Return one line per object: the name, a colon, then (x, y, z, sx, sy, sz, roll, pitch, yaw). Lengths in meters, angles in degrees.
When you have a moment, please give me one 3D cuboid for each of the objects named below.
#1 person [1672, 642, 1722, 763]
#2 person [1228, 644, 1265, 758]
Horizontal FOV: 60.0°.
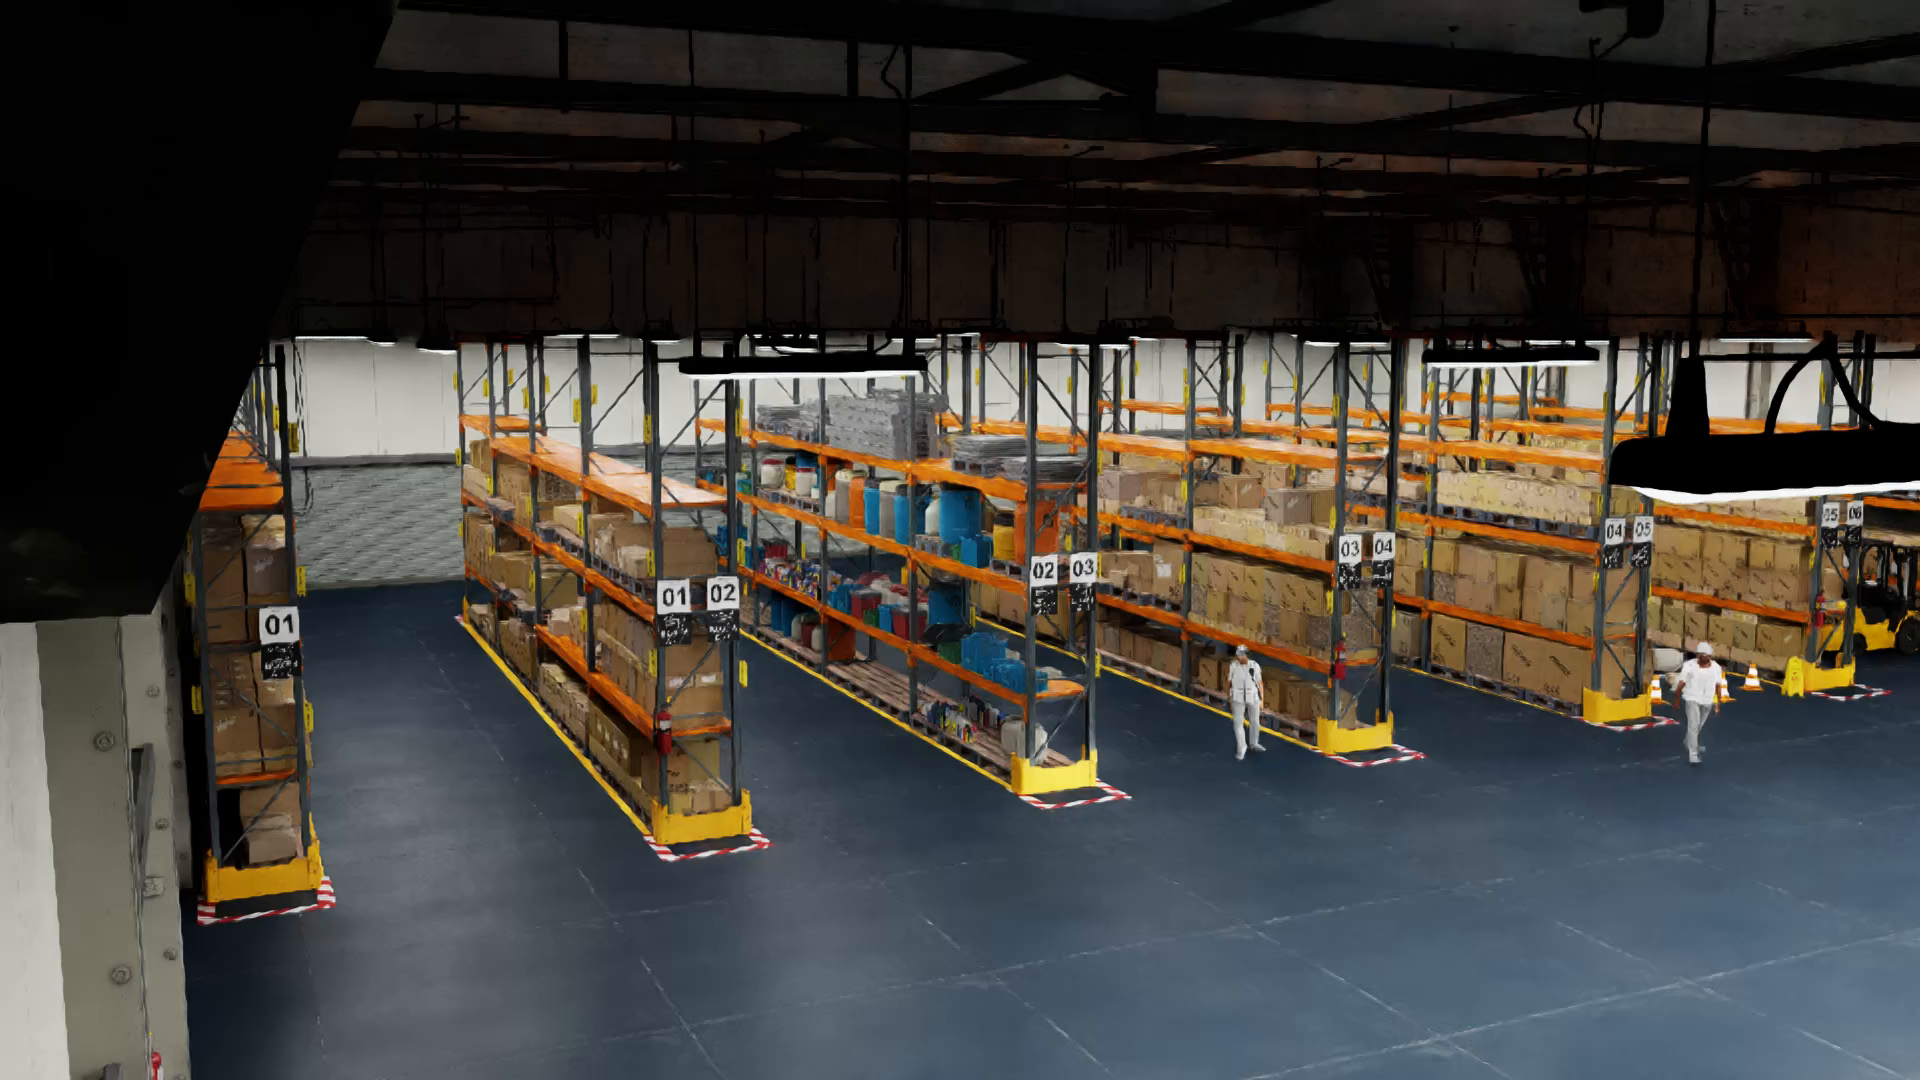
person: (10.582, 2.294, 23.798, 0.620, 1.721, 0.972, 0, 8, -1)
person: (4.138, 2.298, 23.981, 0.548, 1.648, 0.587, 2, 8, 12)
